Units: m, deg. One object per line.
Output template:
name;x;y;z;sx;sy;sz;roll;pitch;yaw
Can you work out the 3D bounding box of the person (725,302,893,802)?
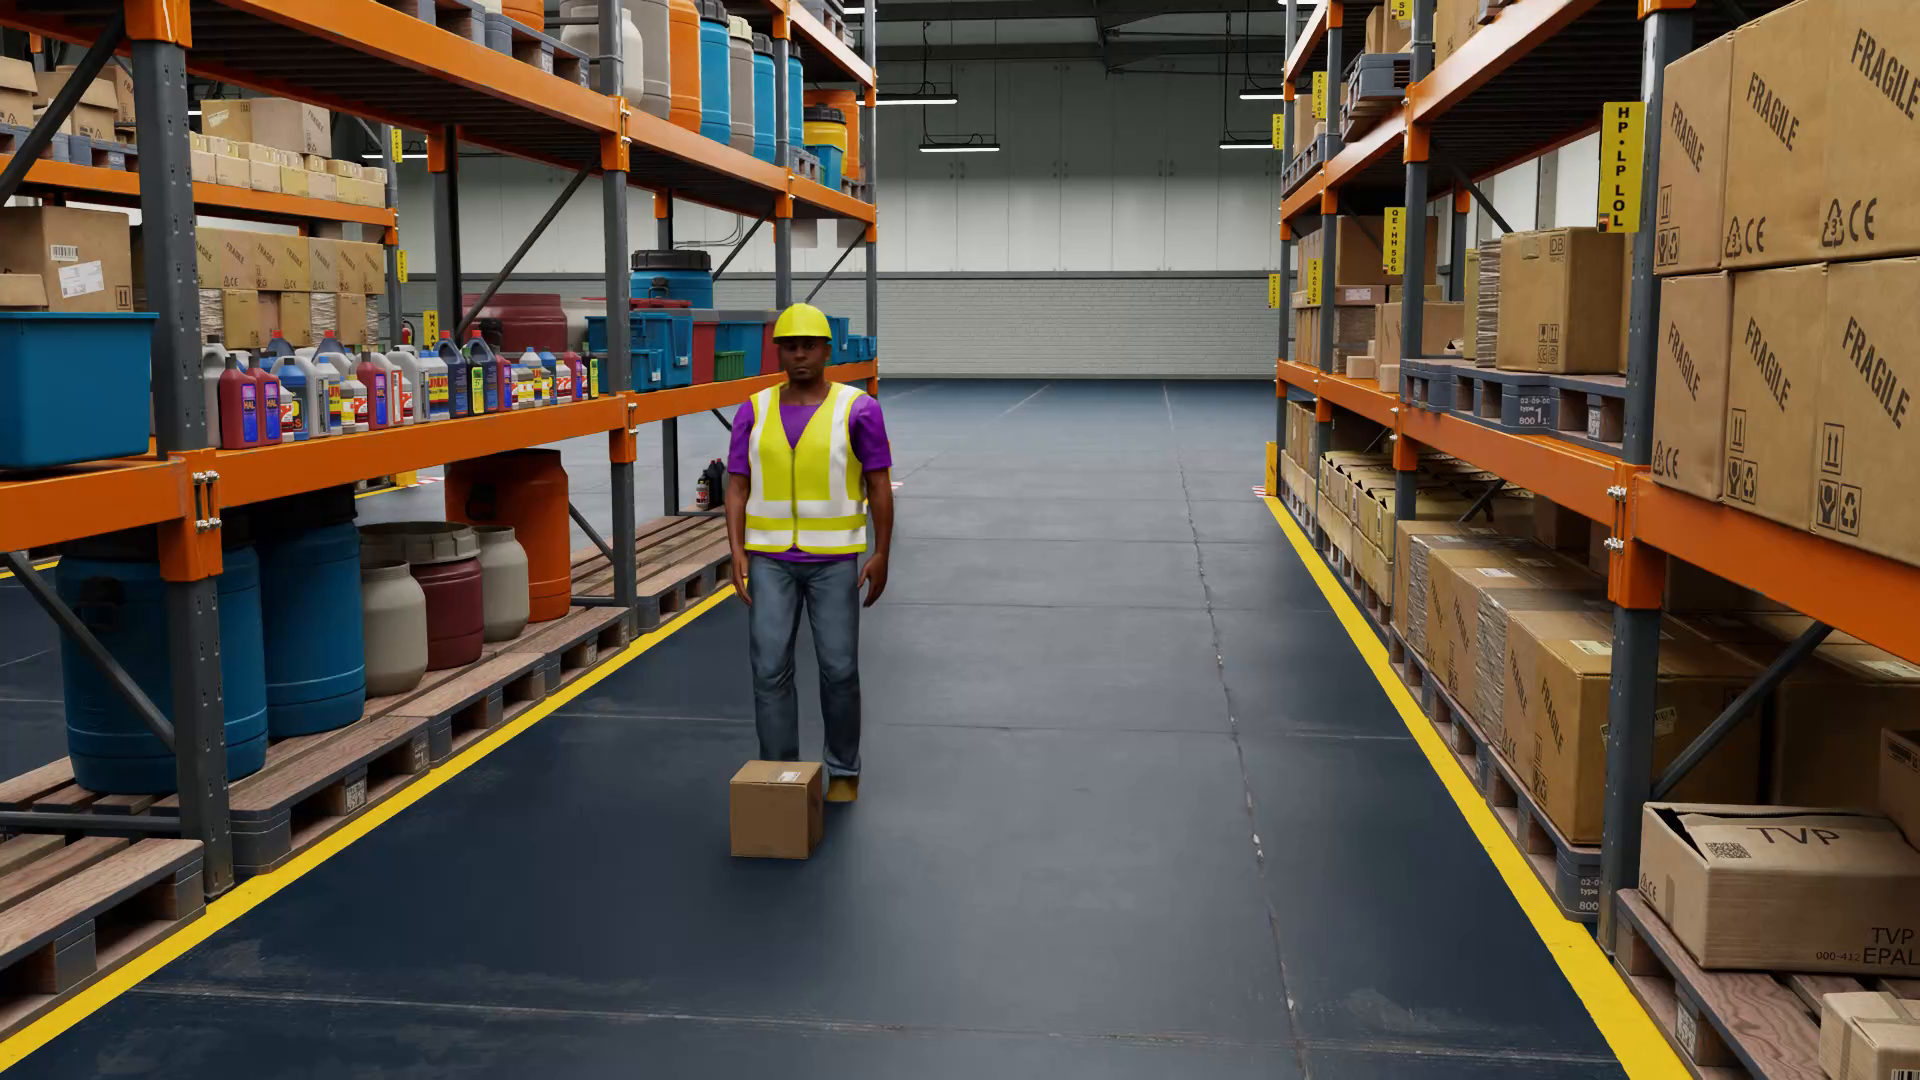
person;-0.534;0.110;5.747;0.585;1.845;0.515;1;8;7
